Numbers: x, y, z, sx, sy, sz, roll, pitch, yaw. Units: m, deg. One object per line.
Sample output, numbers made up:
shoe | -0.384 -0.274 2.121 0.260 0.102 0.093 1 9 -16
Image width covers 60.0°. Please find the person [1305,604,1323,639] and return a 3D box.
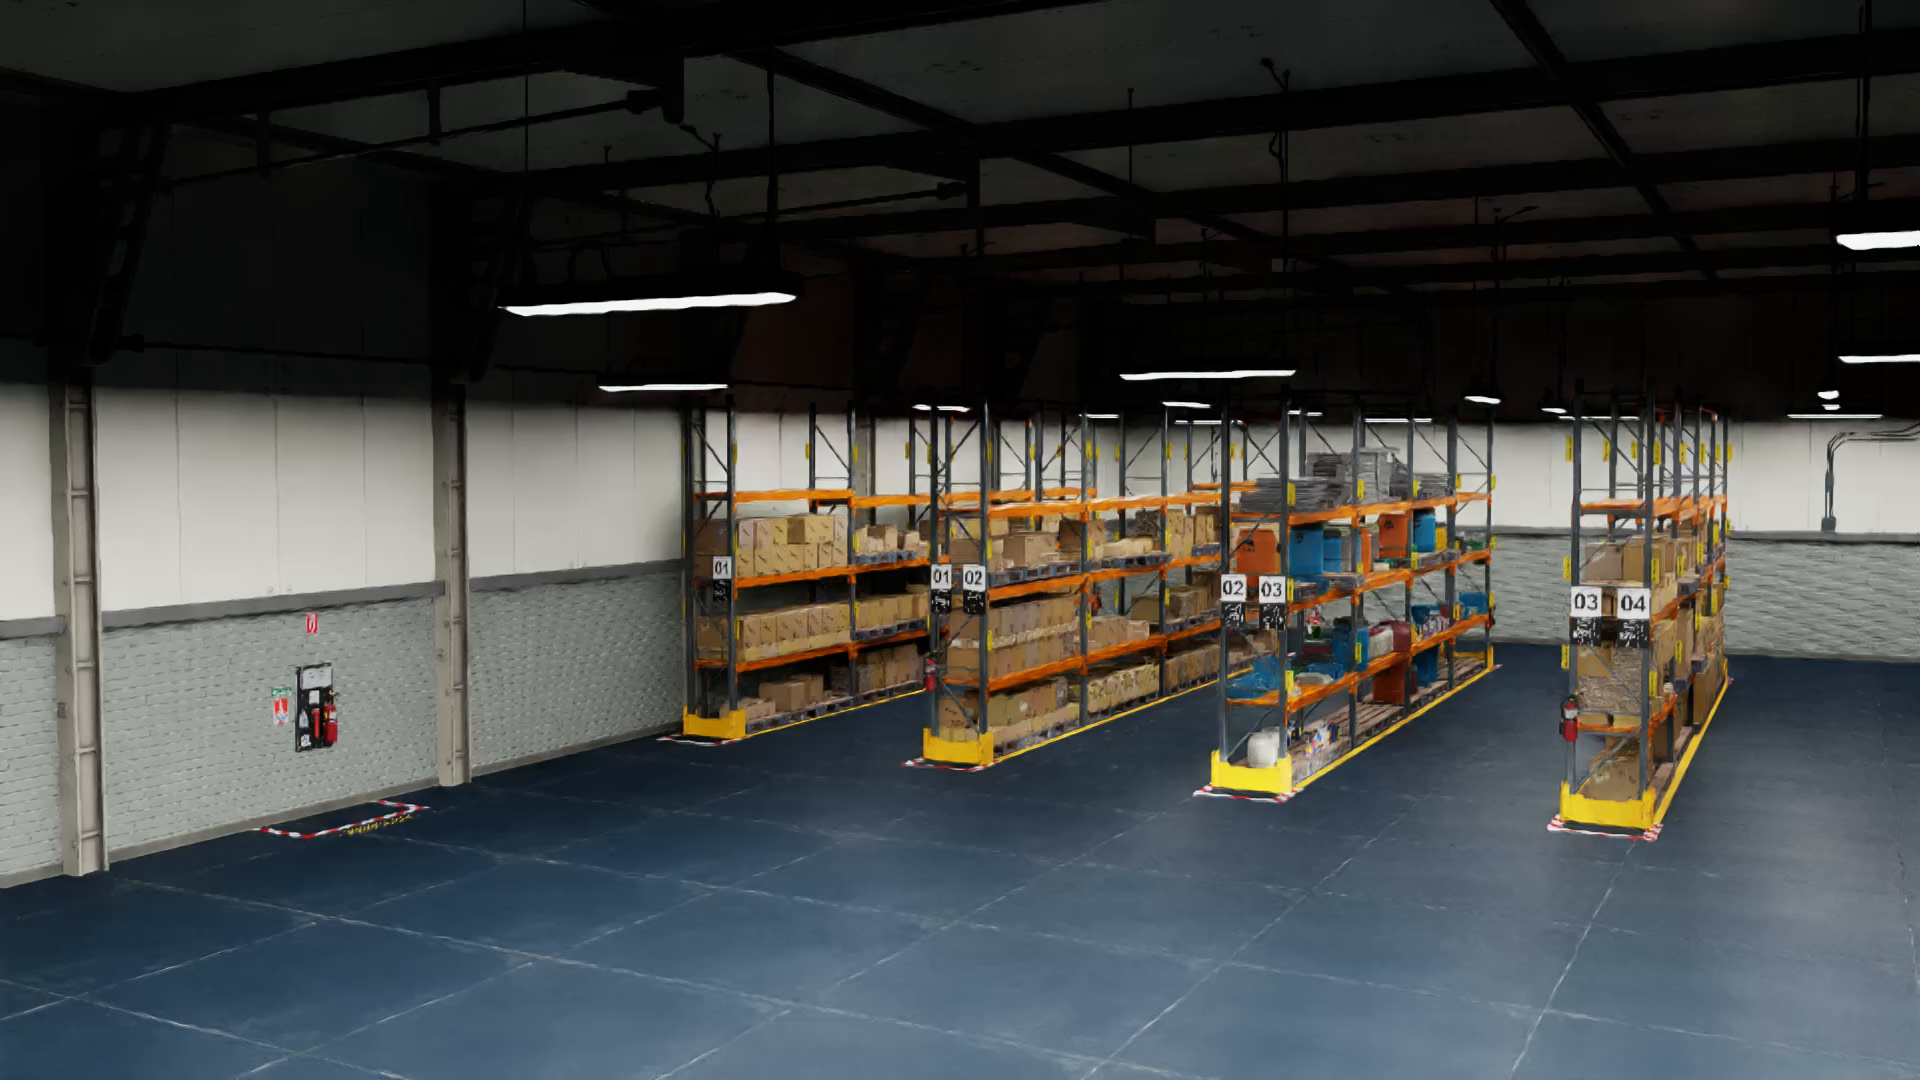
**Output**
person | 8.391 2.027 39.420 0.486 1.790 0.644 2 4 34
